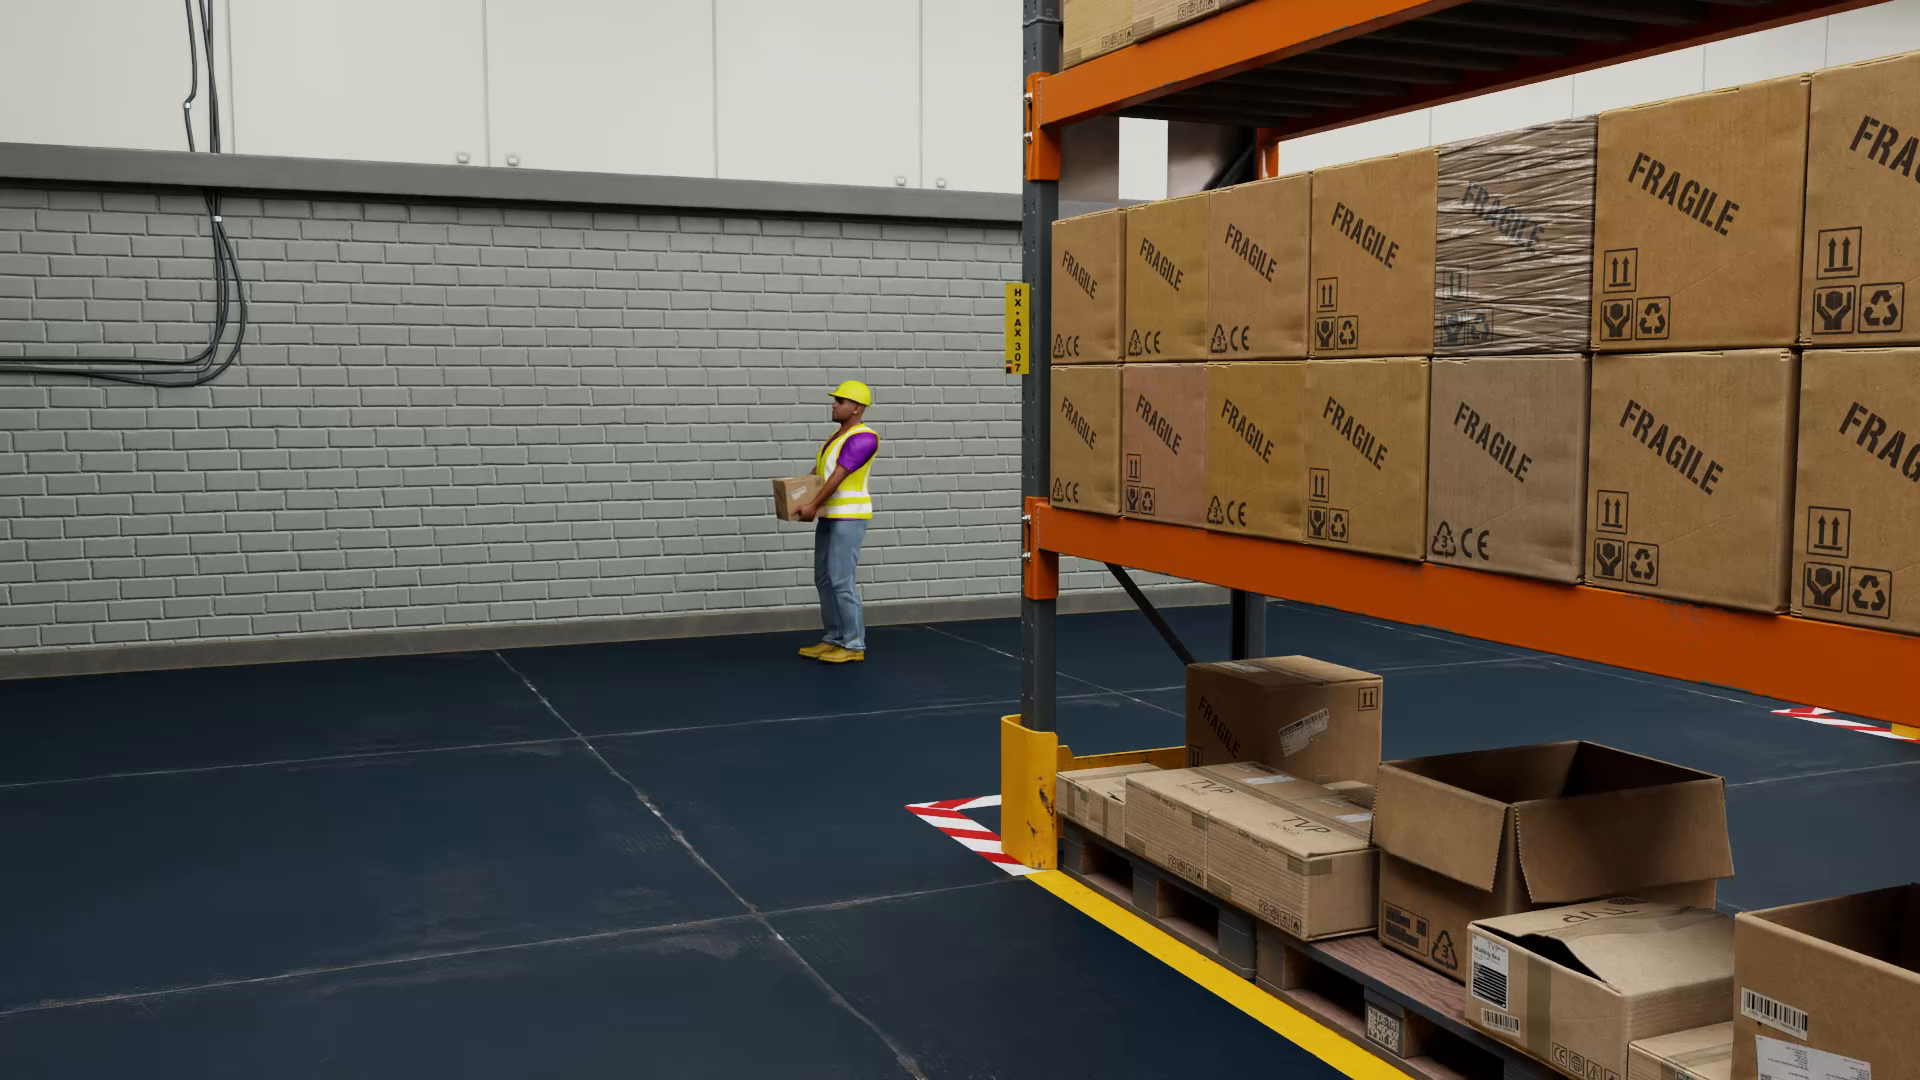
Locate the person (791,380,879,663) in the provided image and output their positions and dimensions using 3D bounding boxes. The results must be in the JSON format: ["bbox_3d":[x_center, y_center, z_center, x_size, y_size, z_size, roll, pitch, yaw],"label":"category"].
[{"bbox_3d":[-0.822,-0.117,10.420,0.577,1.761,0.502,-2,6,-24],"label":"person"}]
